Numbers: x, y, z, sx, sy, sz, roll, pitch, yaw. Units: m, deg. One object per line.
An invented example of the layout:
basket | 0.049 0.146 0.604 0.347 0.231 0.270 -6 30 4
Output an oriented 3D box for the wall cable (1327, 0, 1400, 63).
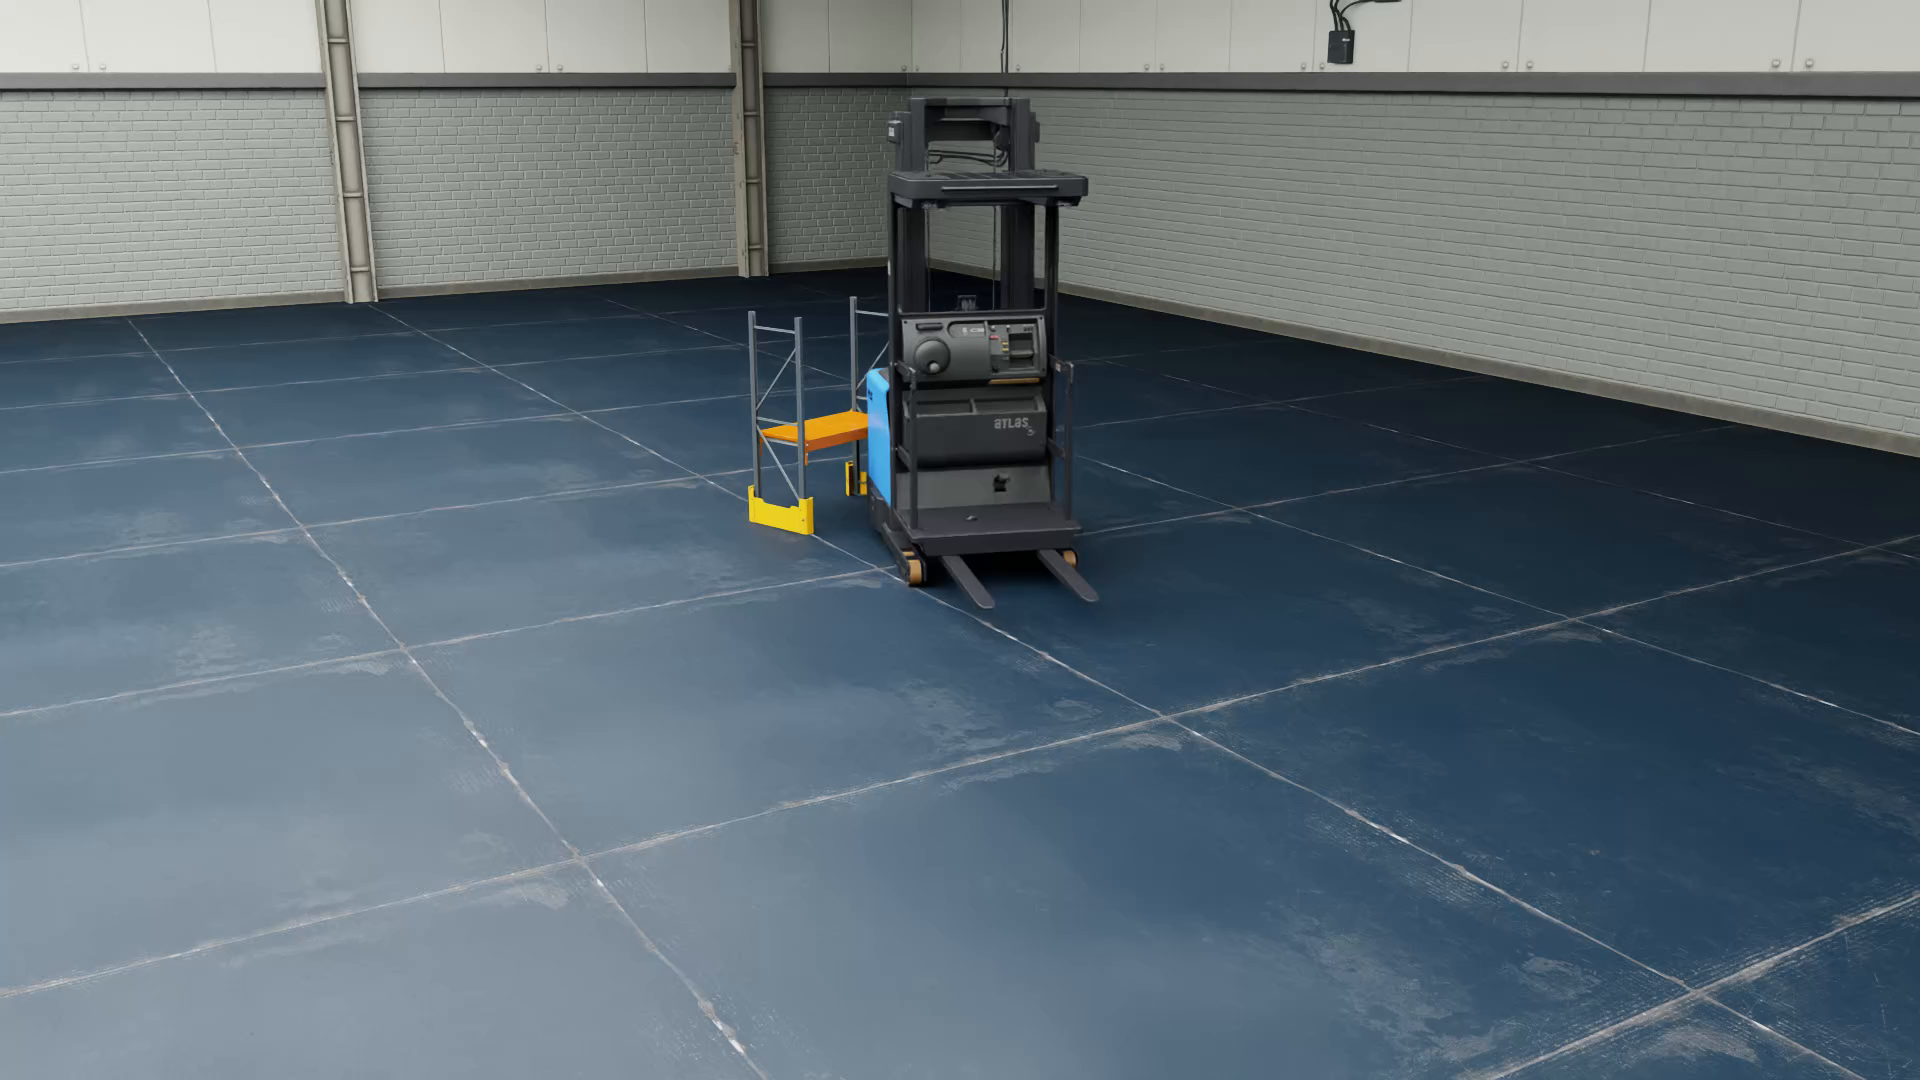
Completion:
wall cable | 4.810 -8.067 17.213 0.169 6.003 2.305 -9 18 -30

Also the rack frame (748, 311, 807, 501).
rack frame | -1.263 -0.816 11.543 0.500 1.500 0.032 13 20 38

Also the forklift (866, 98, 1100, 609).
forklift | 0.140 -1.236 10.389 1.130 2.935 3.031 -3 16 -12

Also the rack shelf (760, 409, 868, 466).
rack shelf | -0.936 -0.748 11.966 0.538 0.185 1.000 13 20 38

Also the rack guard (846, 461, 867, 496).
rack guard | -0.621 -0.420 12.446 0.587 0.250 0.087 13 20 38

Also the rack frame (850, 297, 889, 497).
rack frame | -0.609 -1.026 12.292 0.500 1.500 0.032 13 20 38

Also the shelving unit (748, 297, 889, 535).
shelving unit | -0.942 -0.919 11.911 0.587 1.500 1.083 13 20 38

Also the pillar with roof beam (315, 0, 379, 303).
pillar with roof beam | -6.198 -6.694 18.618 0.400 9.000 9.100 -9 18 -30

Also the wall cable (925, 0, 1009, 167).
wall cable | -0.066 -7.132 25.935 0.112 2.526 3.097 -9 18 -30

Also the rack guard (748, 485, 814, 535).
rack guard | -1.263 -0.215 11.712 0.587 0.250 0.087 13 20 38

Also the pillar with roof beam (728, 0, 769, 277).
pillar with roof beam | -1.055 -7.528 21.593 0.400 9.000 9.100 -9 18 -30
